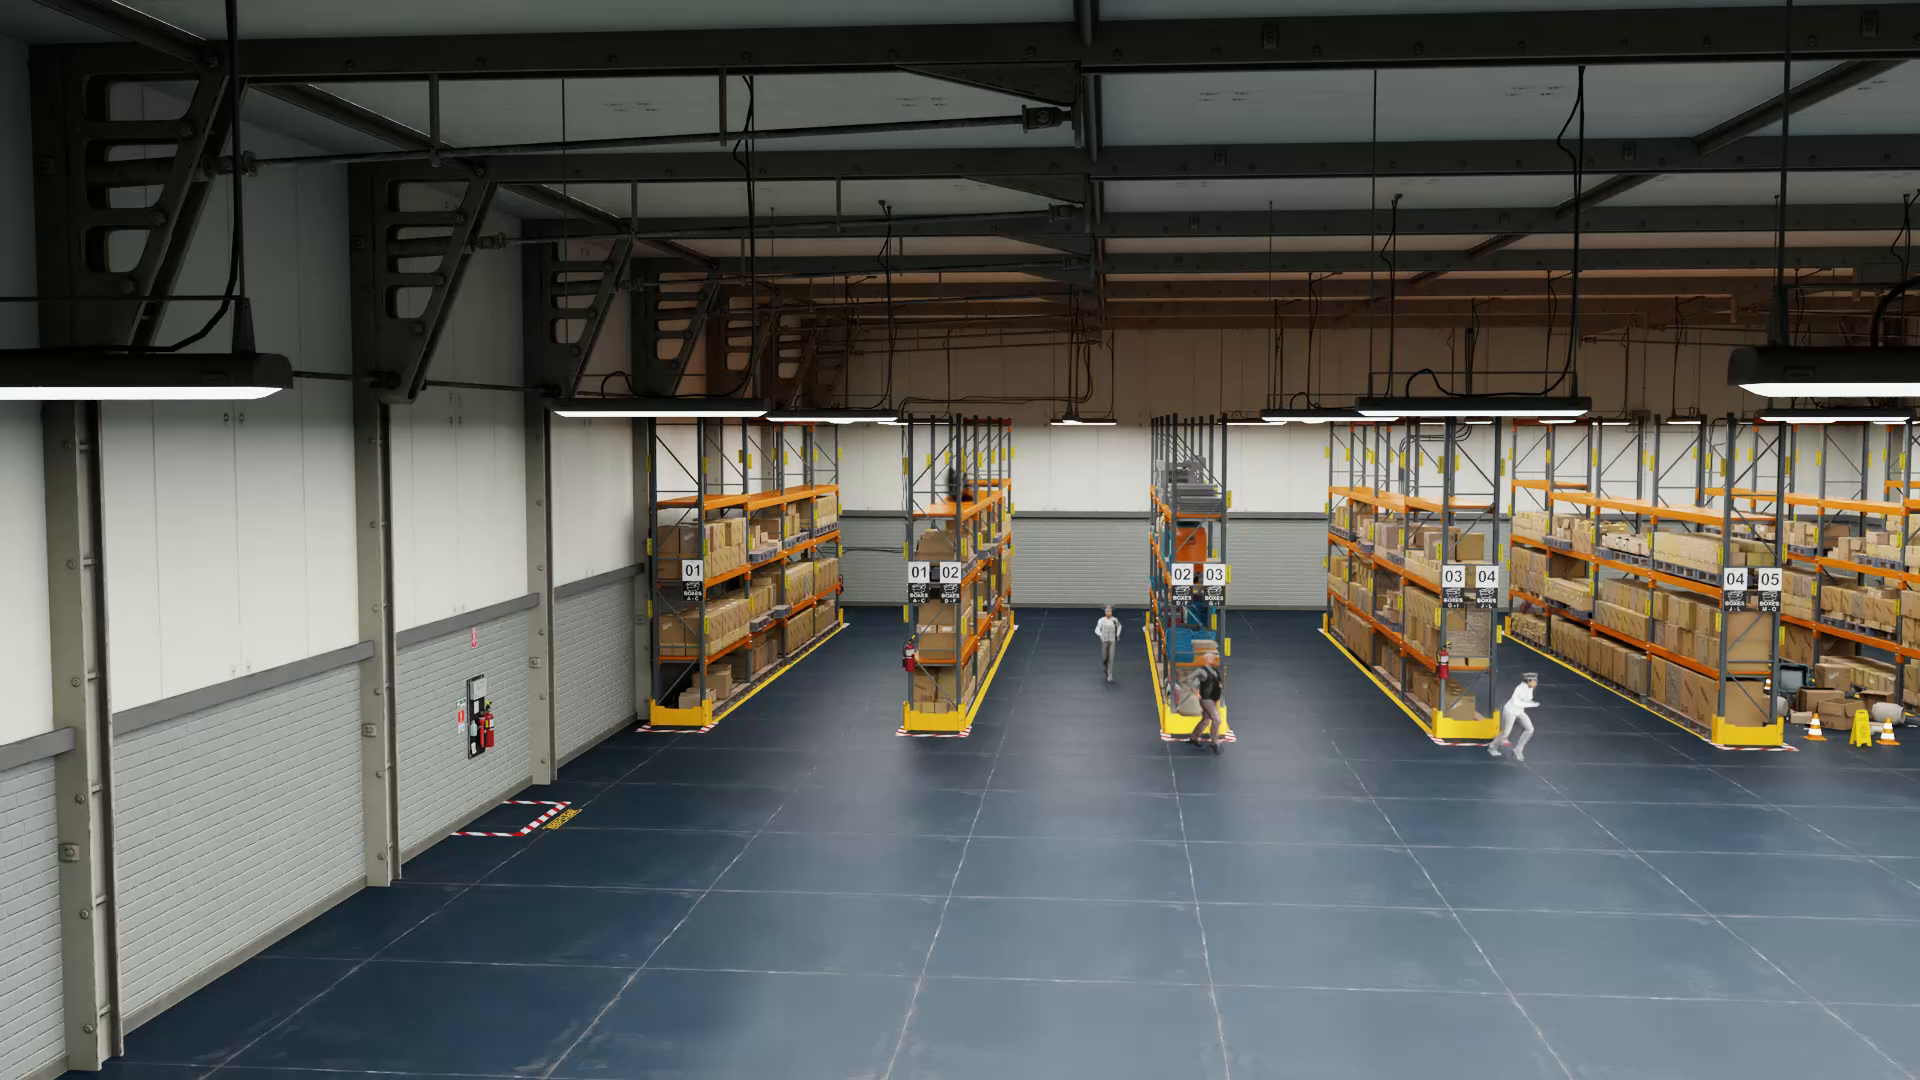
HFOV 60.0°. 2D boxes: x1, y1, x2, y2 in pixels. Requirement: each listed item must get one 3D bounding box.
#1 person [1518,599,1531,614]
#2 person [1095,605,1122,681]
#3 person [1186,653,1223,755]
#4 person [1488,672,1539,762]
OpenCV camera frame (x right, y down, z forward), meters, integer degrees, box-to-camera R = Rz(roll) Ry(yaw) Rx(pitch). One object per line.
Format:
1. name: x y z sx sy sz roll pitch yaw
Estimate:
1. person: 16.181 1.724 47.466 0.556 1.601 0.688 3 5 38
2. person: 3.401 2.330 38.026 0.617 1.700 0.882 0 4 1
3. person: 4.398 2.894 29.506 0.724 1.787 0.653 3 5 34
4. person: 9.568 3.033 28.657 0.649 1.581 0.940 -4 5 -42
